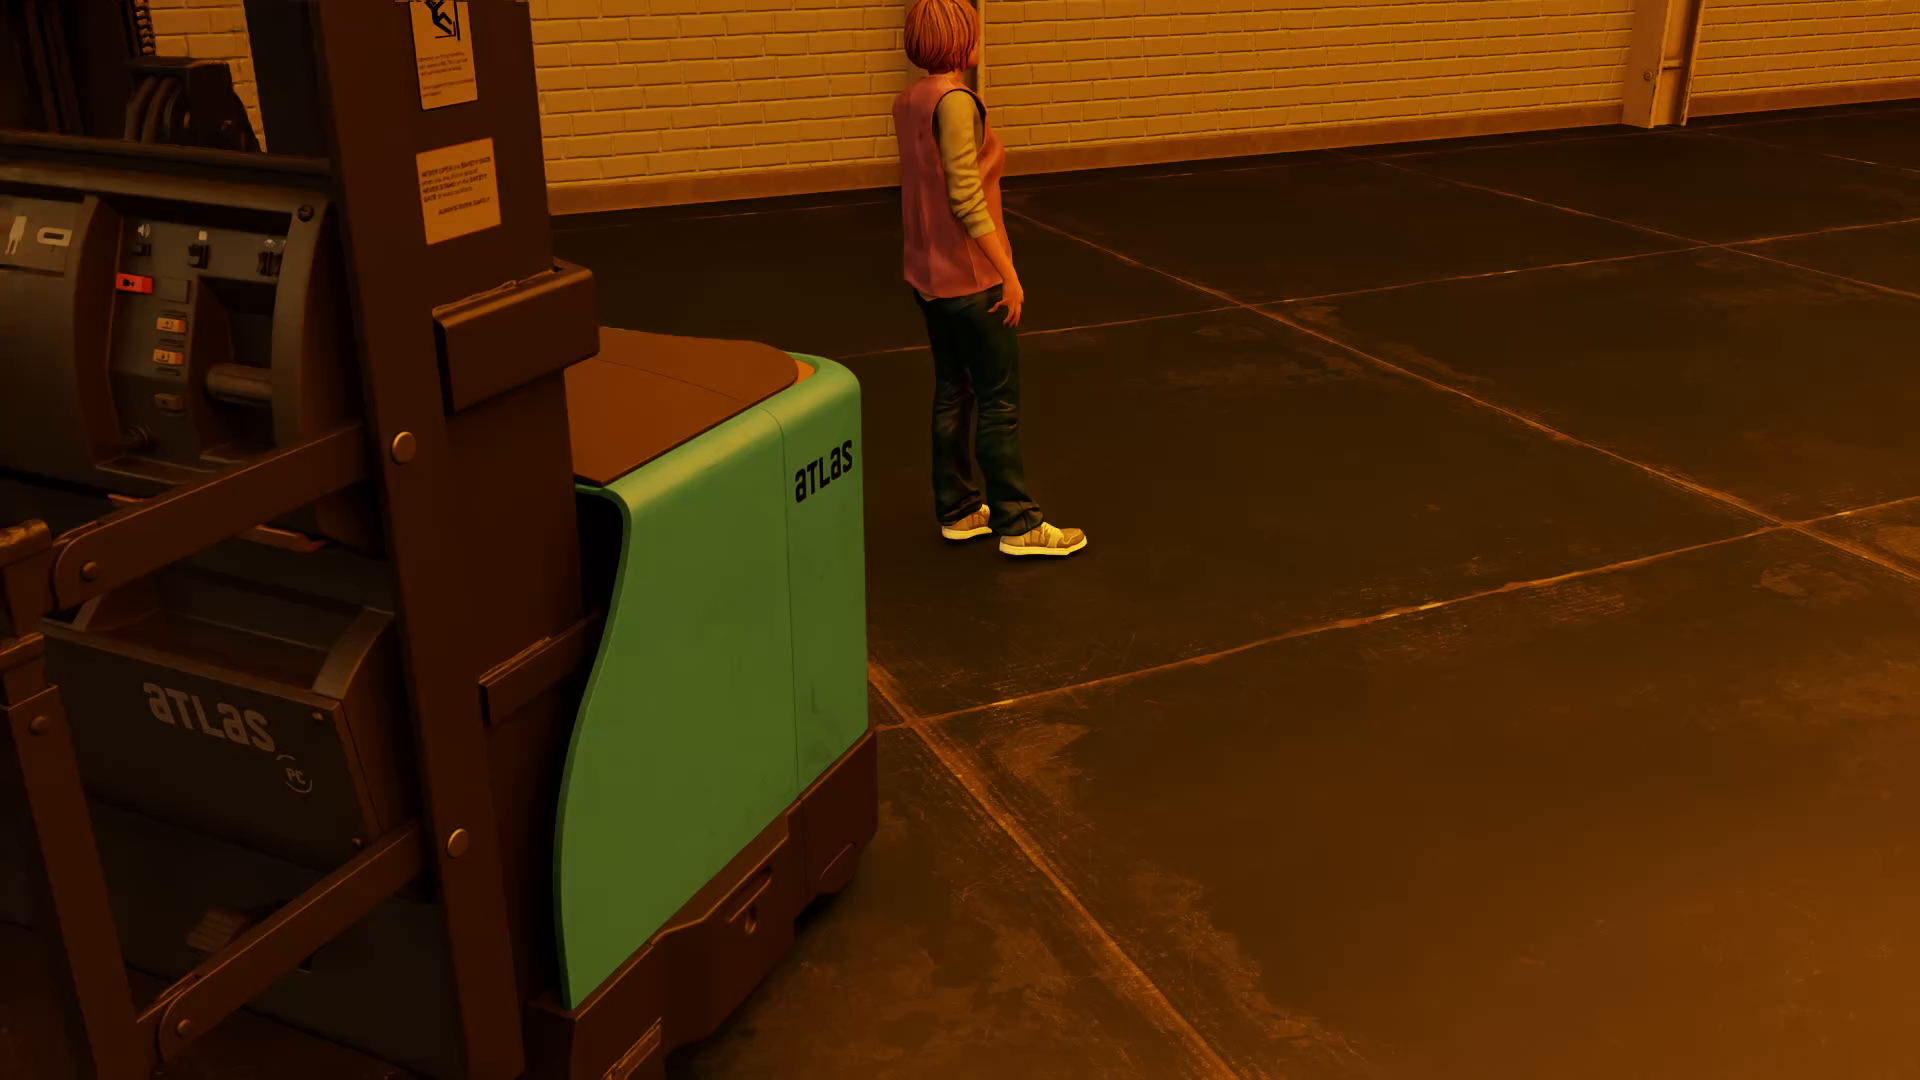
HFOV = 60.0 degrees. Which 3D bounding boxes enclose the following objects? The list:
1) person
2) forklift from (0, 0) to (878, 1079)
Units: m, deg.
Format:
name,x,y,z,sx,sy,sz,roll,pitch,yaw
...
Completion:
name,x,y,z,sx,sy,sz,roll,pitch,yaw
person,0.073,-0.751,4.815,0.476,1.596,0.520,-10,25,-23
forklift,-1.251,-0.267,1.930,1.130,2.935,3.031,10,25,23
